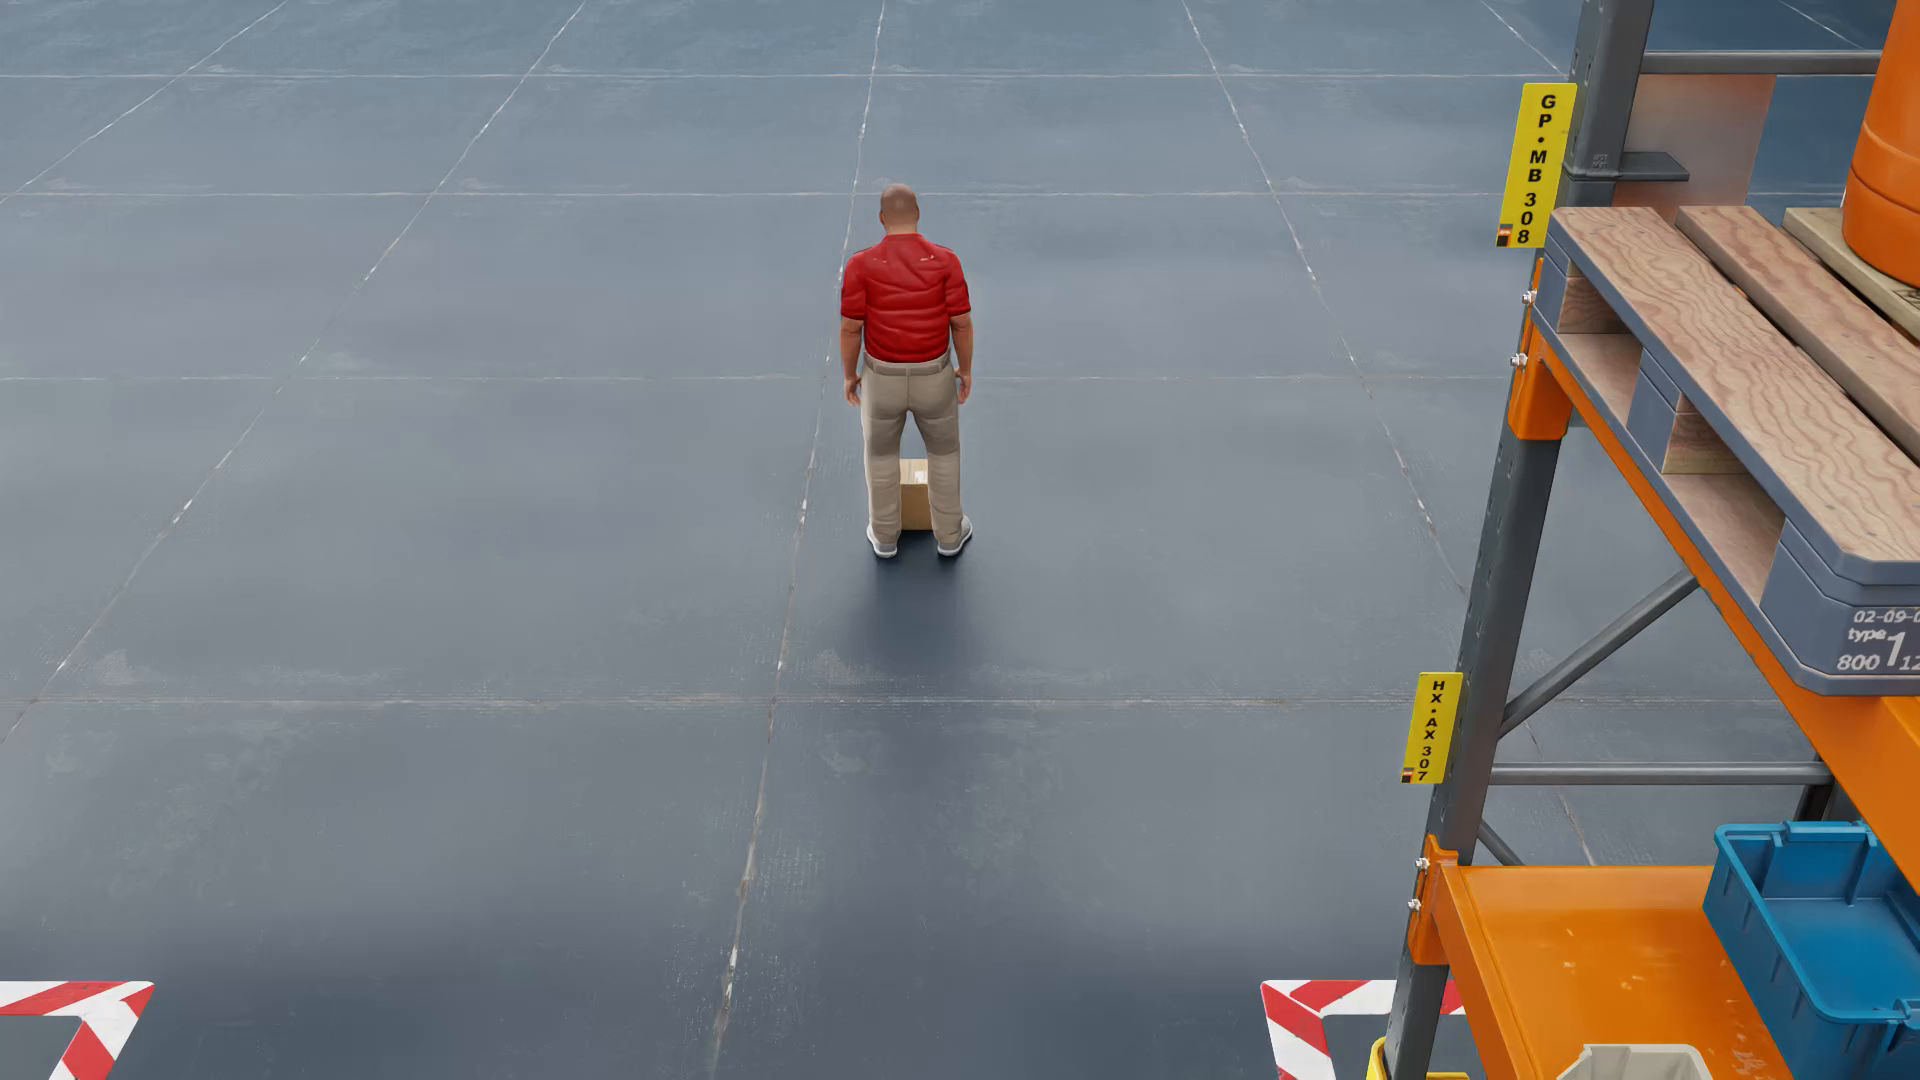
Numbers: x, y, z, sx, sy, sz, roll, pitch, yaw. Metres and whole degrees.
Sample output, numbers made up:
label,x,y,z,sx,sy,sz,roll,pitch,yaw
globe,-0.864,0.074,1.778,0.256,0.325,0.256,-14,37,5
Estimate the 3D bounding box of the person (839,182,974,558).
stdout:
label,x,y,z,sx,sy,sz,roll,pitch,yaw
person,-0.230,-0.719,7.327,0.586,1.727,0.390,0,31,-1
